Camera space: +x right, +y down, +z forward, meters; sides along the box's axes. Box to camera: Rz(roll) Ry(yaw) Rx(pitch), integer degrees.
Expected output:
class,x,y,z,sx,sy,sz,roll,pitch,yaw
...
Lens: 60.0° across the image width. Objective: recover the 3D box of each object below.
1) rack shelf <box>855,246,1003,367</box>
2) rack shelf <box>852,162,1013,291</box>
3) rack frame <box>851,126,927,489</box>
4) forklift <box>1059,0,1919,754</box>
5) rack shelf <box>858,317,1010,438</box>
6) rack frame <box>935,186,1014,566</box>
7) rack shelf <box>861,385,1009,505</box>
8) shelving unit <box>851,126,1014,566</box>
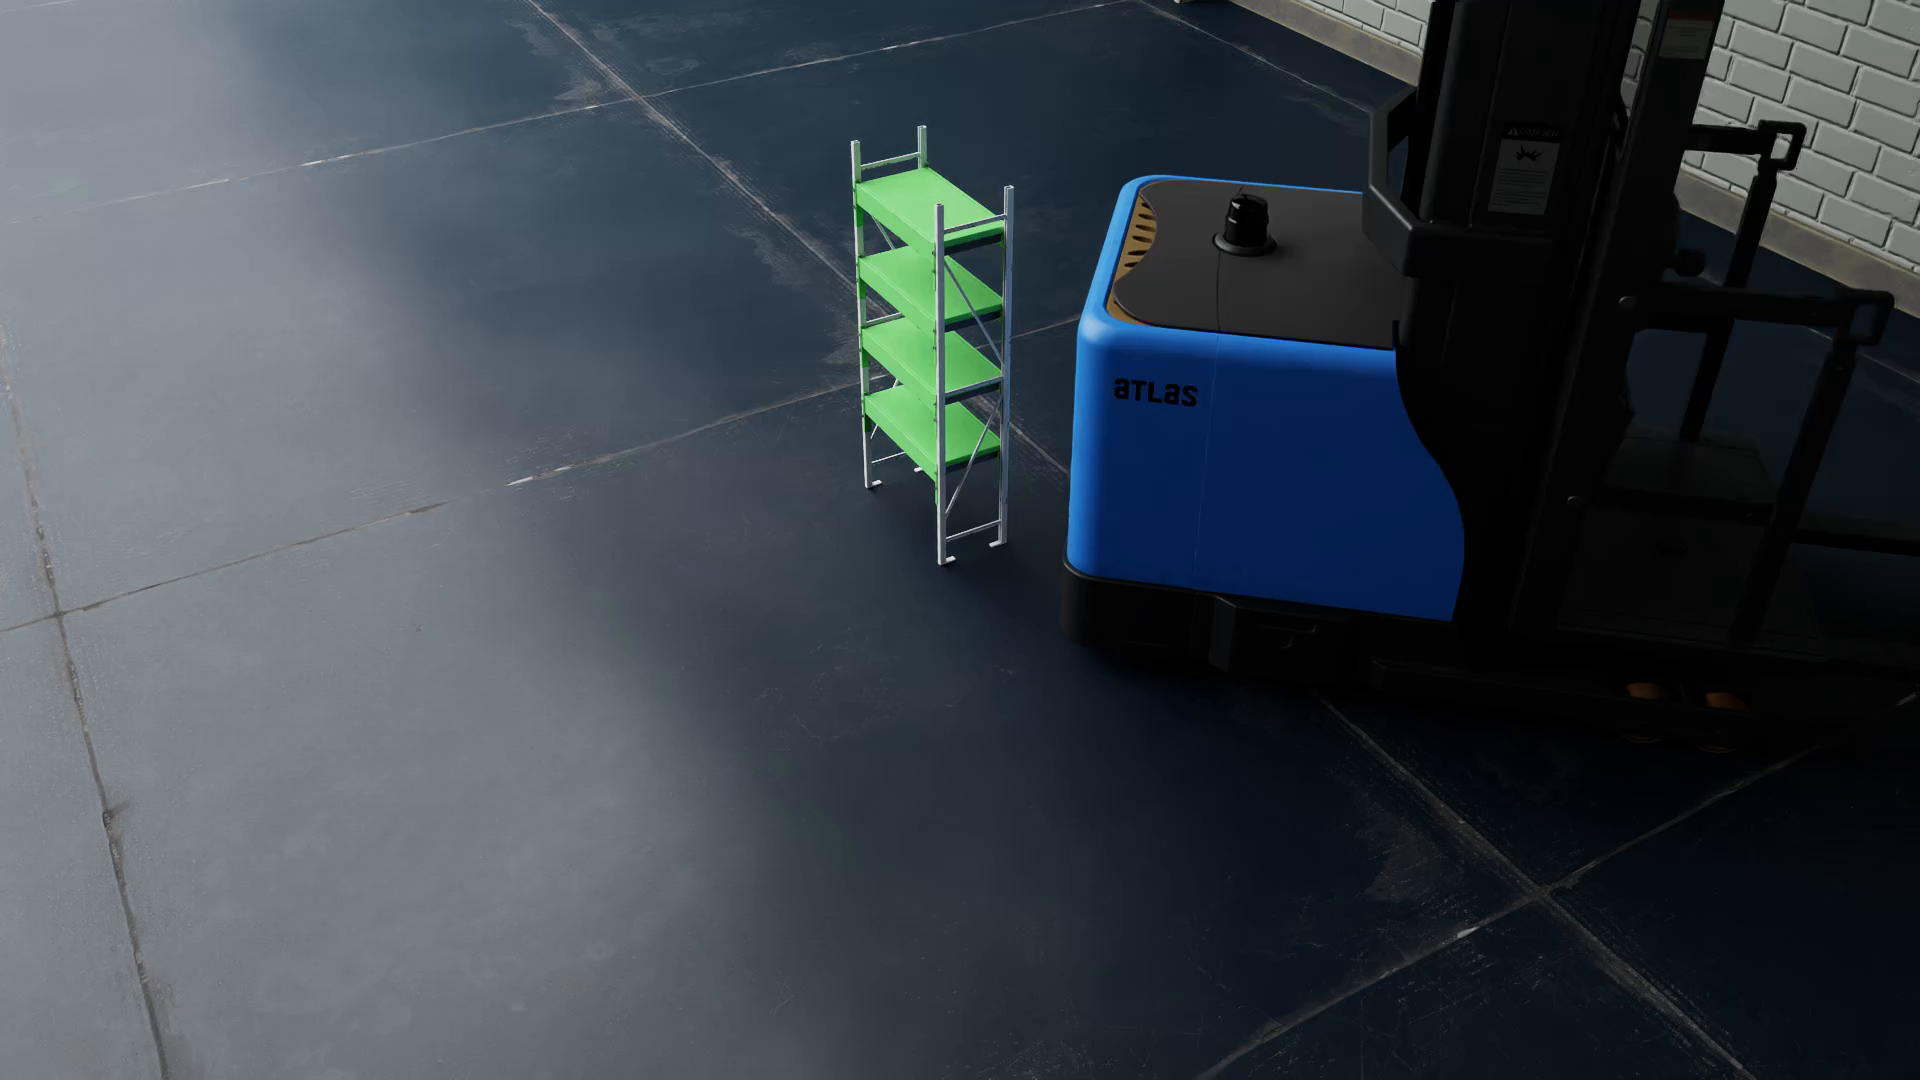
class,x,y,z,sx,sy,sz,roll,pitch,yaw
rack shelf,-0.083,-0.711,4.908,0.258,0.148,0.480,-19,40,-24
rack shelf,-0.083,-0.905,4.766,0.258,0.148,0.480,-19,40,-24
rack frame,-0.206,-0.693,5.182,0.240,1.200,0.015,-19,40,-24
forklift,1.857,-0.954,4.072,3.031,2.935,1.130,7,37,10
rack shelf,-0.083,-0.517,5.049,0.258,0.148,0.480,-19,40,-24
rack frame,0.039,-0.445,4.841,0.240,1.200,0.015,-19,40,-24
rack shelf,-0.083,-0.324,5.191,0.258,0.148,0.480,-19,40,-24
shelving unit,-0.083,-0.569,5.012,0.258,1.200,0.503,-19,40,-24
